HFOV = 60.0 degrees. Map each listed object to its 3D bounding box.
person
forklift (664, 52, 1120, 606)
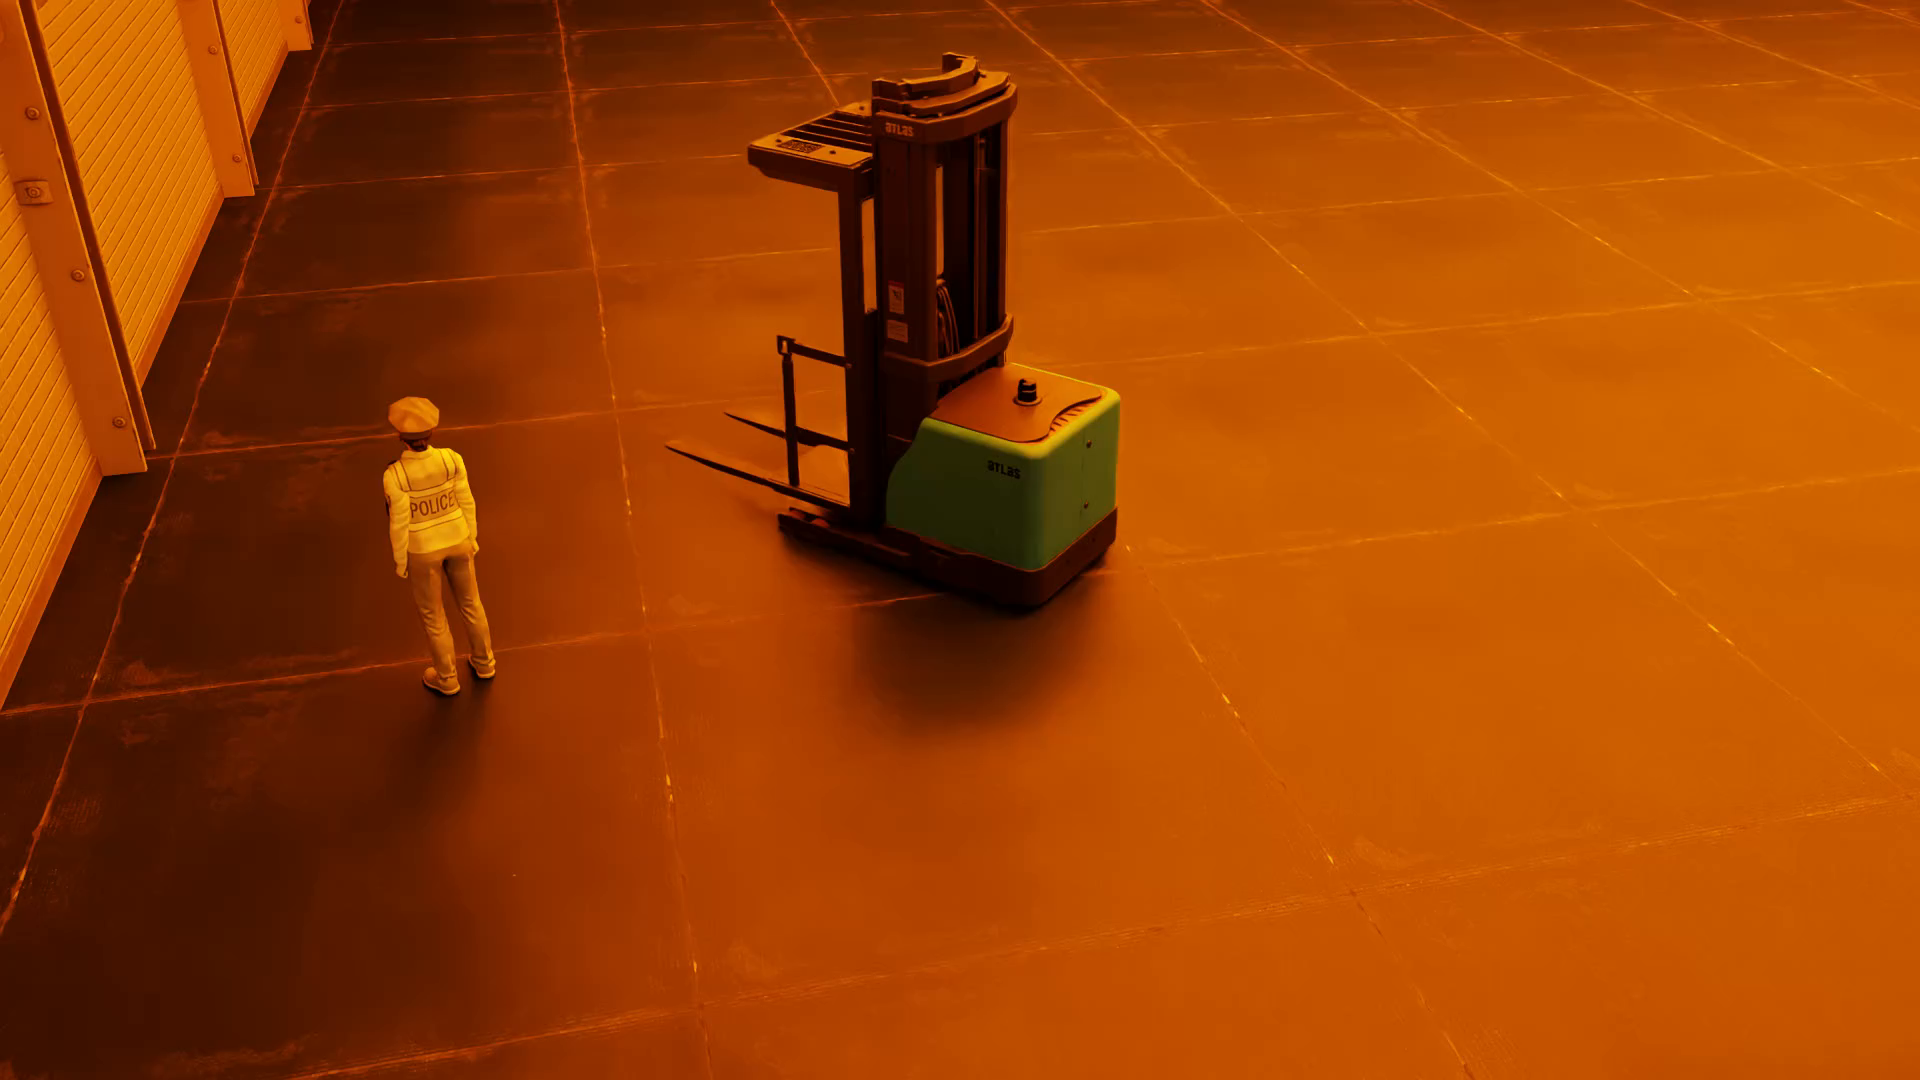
[{"bbox_3d":[-2.762,0.037,8.753,0.463,1.692,0.338,-22,37,-33],"label":"person"},{"bbox_3d":[-0.541,-1.436,10.055,3.031,2.935,1.130,18,35,29],"label":"forklift"}]
